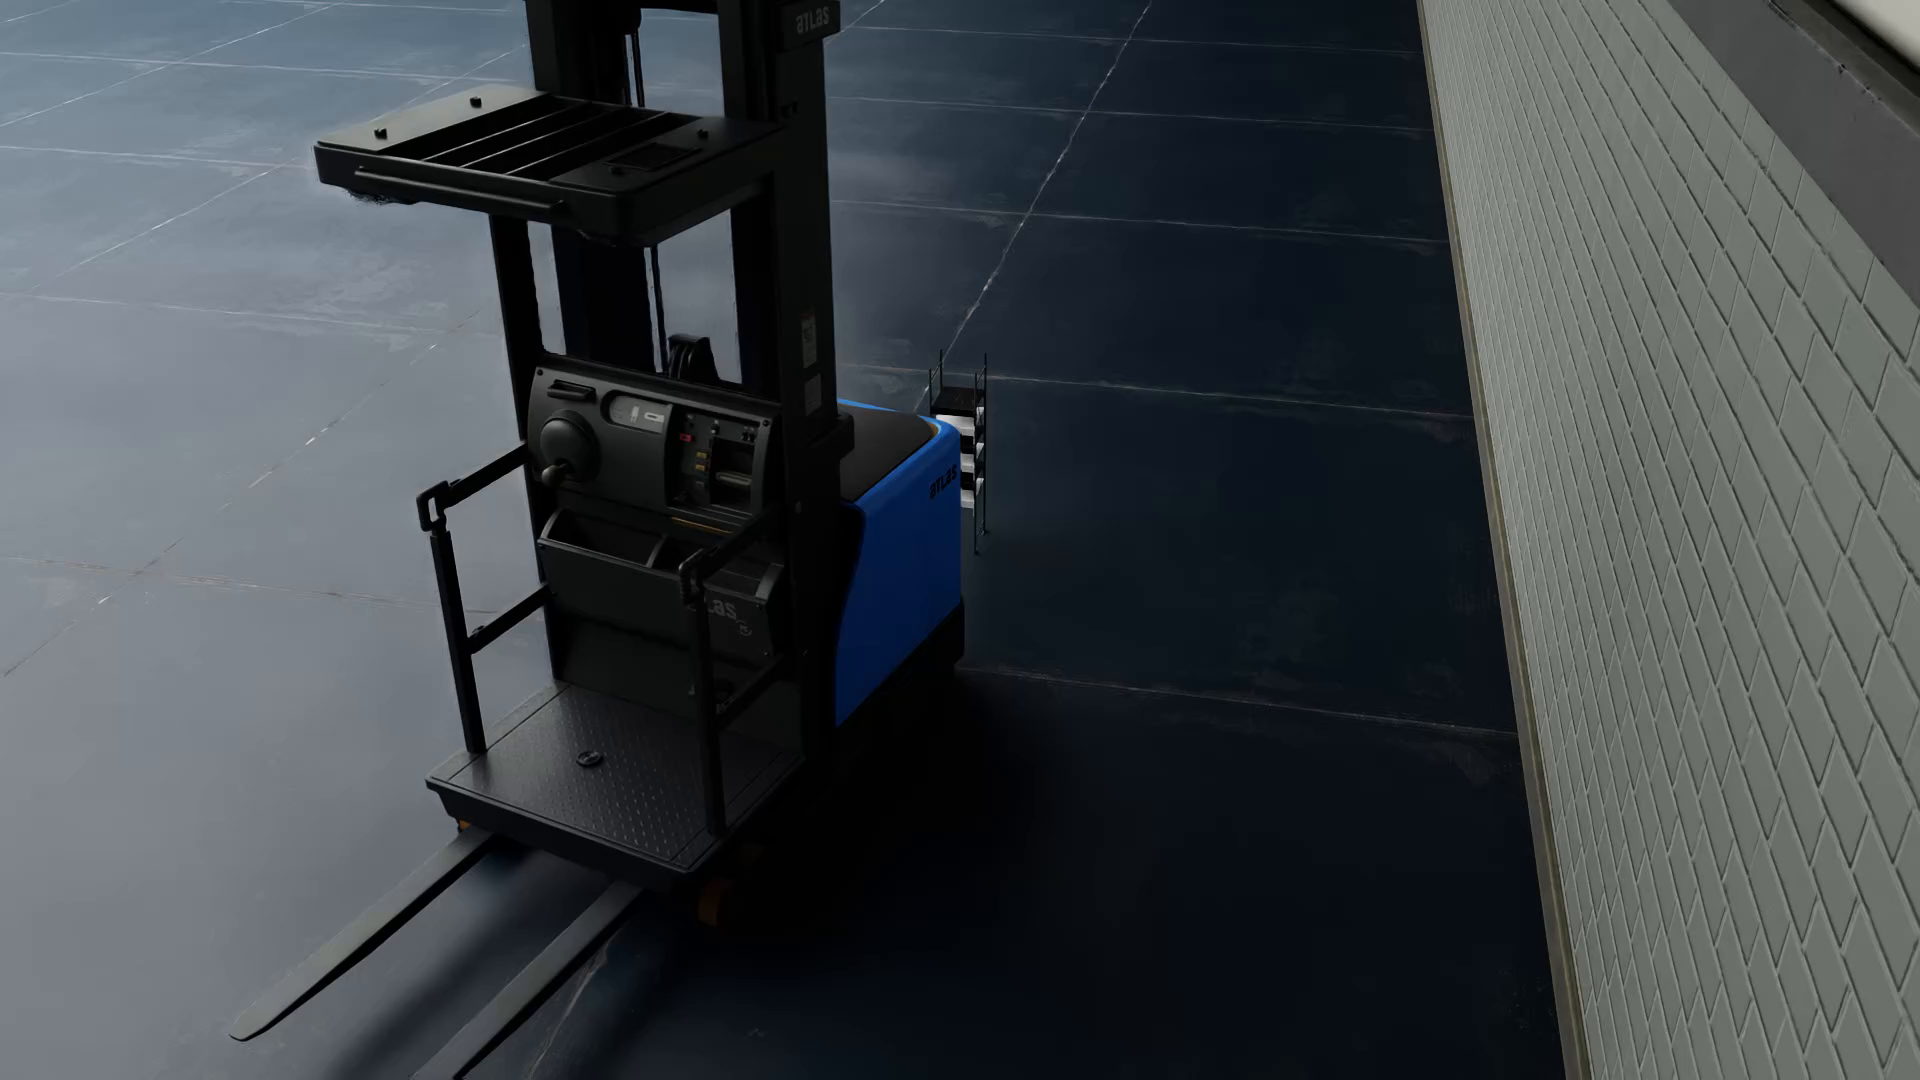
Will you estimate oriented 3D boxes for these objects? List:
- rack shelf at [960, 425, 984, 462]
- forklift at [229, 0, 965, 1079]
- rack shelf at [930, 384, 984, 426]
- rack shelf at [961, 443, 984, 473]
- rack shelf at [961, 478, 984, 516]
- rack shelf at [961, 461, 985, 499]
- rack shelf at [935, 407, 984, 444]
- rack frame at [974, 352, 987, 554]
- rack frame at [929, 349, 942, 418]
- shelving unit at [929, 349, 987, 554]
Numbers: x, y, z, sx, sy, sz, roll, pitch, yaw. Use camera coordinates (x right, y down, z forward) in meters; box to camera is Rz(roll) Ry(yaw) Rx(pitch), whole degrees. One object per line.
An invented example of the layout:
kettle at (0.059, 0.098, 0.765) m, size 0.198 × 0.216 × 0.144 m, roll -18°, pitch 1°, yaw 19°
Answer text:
rack shelf at (-0.008, -0.445, 7.508) m, size 0.200 × 0.077 × 0.258 m, roll 6°, pitch 29°, yaw 11°
forklift at (-1.097, -0.262, 5.177) m, size 1.130 × 2.935 × 3.031 m, roll 14°, pitch 32°, yaw 23°
rack shelf at (-0.008, -0.603, 7.422) m, size 0.200 × 0.077 × 0.258 m, roll 6°, pitch 29°, yaw 11°
rack shelf at (-0.008, -0.366, 7.551) m, size 0.200 × 0.077 × 0.258 m, roll 6°, pitch 29°, yaw 11°
rack shelf at (-0.008, -0.208, 7.638) m, size 0.200 × 0.077 × 0.258 m, roll 6°, pitch 29°, yaw 11°
rack shelf at (-0.008, -0.287, 7.595) m, size 0.200 × 0.077 × 0.258 m, roll 6°, pitch 29°, yaw 11°
rack shelf at (-0.008, -0.524, 7.465) m, size 0.200 × 0.077 × 0.258 m, roll 6°, pitch 29°, yaw 11°
rack frame at (0.091, -0.385, 7.517) m, size 0.006 × 0.900 × 0.240 m, roll 6°, pitch 29°, yaw 11°
rack frame at (-0.107, -0.406, 7.554) m, size 0.006 × 0.900 × 0.240 m, roll 6°, pitch 29°, yaw 11°
shelving unit at (-0.008, -0.396, 7.535) m, size 0.210 × 0.900 × 0.258 m, roll 6°, pitch 29°, yaw 11°
